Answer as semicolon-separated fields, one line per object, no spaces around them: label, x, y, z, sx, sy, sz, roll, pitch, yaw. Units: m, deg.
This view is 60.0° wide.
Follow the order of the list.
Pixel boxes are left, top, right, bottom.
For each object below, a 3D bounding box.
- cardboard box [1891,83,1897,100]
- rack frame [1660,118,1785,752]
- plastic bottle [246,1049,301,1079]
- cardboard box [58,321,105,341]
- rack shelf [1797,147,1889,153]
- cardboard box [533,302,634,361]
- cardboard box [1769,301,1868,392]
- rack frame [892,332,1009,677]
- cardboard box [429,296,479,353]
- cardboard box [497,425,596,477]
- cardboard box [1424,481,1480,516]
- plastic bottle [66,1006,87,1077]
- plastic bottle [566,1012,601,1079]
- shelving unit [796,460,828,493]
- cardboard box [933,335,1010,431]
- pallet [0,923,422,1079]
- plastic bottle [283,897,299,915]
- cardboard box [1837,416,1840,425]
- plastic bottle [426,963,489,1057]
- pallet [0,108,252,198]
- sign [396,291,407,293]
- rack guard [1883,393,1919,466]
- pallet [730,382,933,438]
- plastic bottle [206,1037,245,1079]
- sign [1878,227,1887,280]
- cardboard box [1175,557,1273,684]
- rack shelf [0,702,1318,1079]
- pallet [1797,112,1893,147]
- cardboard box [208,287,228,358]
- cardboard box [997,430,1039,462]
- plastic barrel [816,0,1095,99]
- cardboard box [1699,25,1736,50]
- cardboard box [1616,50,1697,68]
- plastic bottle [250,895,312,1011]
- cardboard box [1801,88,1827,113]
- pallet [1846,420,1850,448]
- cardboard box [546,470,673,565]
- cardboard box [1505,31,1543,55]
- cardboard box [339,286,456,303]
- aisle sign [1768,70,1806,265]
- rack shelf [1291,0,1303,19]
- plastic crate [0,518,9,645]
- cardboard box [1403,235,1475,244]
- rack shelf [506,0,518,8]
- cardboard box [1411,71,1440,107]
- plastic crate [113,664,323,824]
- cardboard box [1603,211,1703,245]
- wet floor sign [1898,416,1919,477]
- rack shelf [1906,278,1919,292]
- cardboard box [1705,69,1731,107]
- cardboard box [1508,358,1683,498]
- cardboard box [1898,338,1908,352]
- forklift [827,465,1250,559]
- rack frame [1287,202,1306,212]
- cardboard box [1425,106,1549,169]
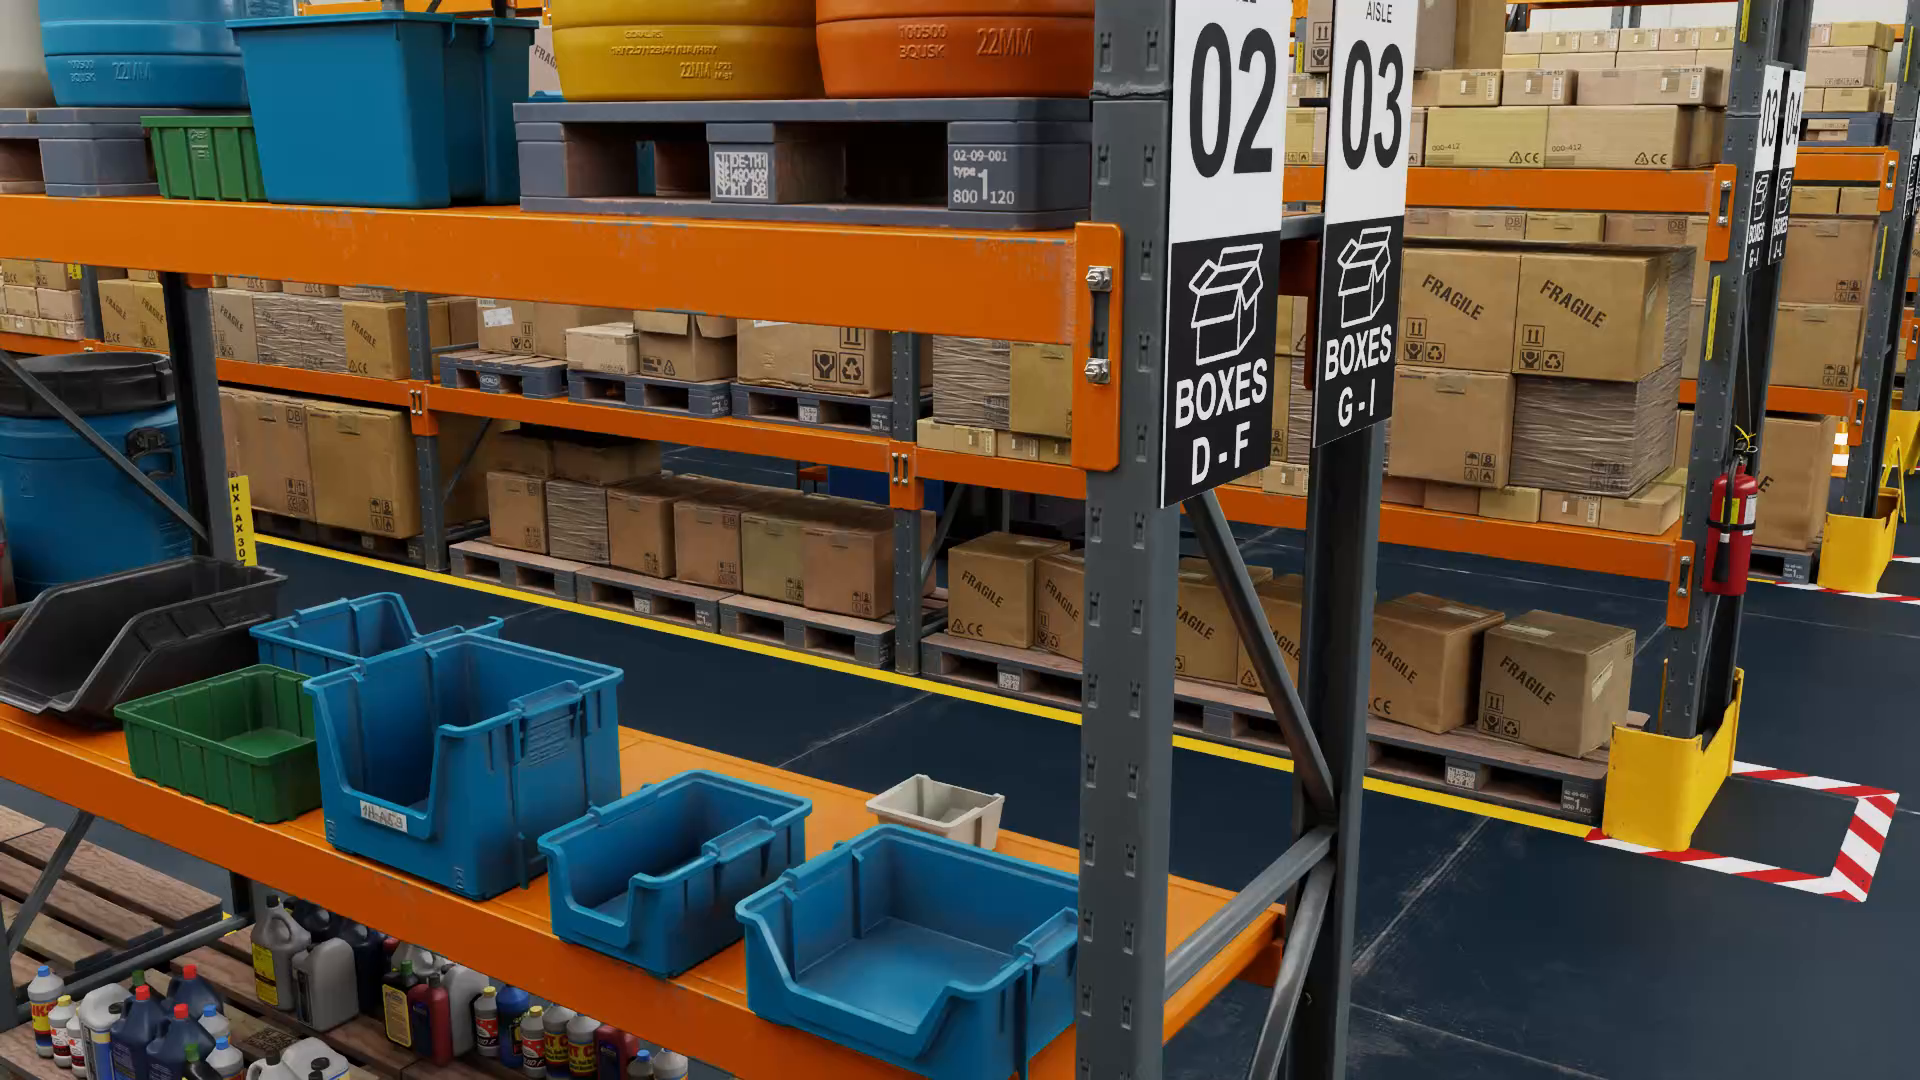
cardboard box;8.370;-3.947;14.647;0.250;0.149;0.380;9;17;33
rack frame;3.284;-0.264;7.146;0.127;3.000;1.000;9;17;33
plastic bottle;-1.851;1.533;4.485;0.185;0.351;0.144;9;17;32
cardboard box;-7.109;-1.727;13.578;0.250;0.149;0.380;9;17;33
rack shelf;7.156;-3.615;15.937;4.000;0.370;1.077;9;17;33
cardboard box;-2.364;-1.470;10.935;0.500;0.500;0.700;12;19;41
cardboard box;5.803;-1.353;11.233;0.550;0.550;0.875;9;17;33
rack frame;-0.035;-0.800;9.313;0.127;3.000;1.000;9;17;33
cardboard box;-3.605;-1.504;11.950;0.500;0.500;0.500;10;17;34
cardboard box;-2.781;-0.617;11.298;0.500;0.250;0.500;10;17;35
cardboard box;2.291;-0.232;7.542;0.250;0.149;0.380;9;17;33
plastic bottle;-2.611;1.490;4.971;0.097;0.201;0.097;0;14;0
plastic bottle;-1.095;1.483;4.850;0.097;0.271;0.097;0;14;0
shelving unit;-0.985;-0.728;12.765;0.503;1.200;0.258;8;16;30
cardboard box;0.304;-0.920;8.972;0.500;0.500;0.875;9;17;33
pallet;-2.265;1.639;5.261;1.213;0.211;1.003;9;17;33
plastic bottle;-2.216;1.291;5.602;0.133;0.283;0.061;10;17;36
cardboard box;7.974;-1.167;15.642;0.500;0.250;0.500;9;17;33
plastic bottle;-1.544;1.417;5.111;0.135;0.276;0.152;10;17;34
pallet;-2.146;-1.100;4.674;1.003;0.211;1.213;9;17;33
sign;-3.661;-1.787;10.892;0.005;0.325;0.100;9;17;33
rack guard;8.752;-1.036;15.469;0.348;0.500;1.175;9;17;33
pallet;-0.588;-0.838;9.867;1.213;0.211;1.003;9;17;33
plastic bottle;-2.061;1.527;4.675;0.097;0.271;0.097;0;14;0
sign;5.822;-1.810;10.489;0.005;0.325;0.100;9;17;33
cardboard box;1.313;0.414;8.737;0.500;0.500;0.500;8;16;28
rack shelf;-1.139;0.805;4.326;4.000;0.370;1.077;9;17;33
pallet;5.515;-2.749;11.130;1.213;0.211;1.003;9;17;33
cardboard box;-5.598;-1.676;12.641;0.500;0.500;0.500;9;16;32
cardboard box;0.399;-0.525;8.725;0.250;0.149;0.380;9;17;33
plastic barrel;0.046;-1.184;2.855;0.708;0.830;0.600;9;17;33
cardboard box;5.033;-3.293;10.921;0.250;0.149;0.380;10;17;34
cardboard box;4.744;-3.164;11.230;0.500;0.250;0.500;9;17;32
plastic bottle;-2.184;1.317;5.356;0.185;0.351;0.144;9;17;33
cardboard box;5.463;-2.837;10.738;0.250;0.149;0.380;9;17;33
pallet;8.098;-1.012;15.973;1.213;0.211;1.003;9;17;33
cardboard box;-2.319;-0.179;11.090;0.500;0.500;0.700;8;16;28
cardboard box;3.986;-3.462;11.605;0.250;0.149;0.380;9;17;33
cardboard box;-3.952;-1.973;11.756;0.637;0.503;0.797;10;17;35
aisle sign;3.503;-1.577;7.042;0.004;0.787;0.394;9;17;33
rack shelf;1.158;-4.412;13.750;4.000;0.370;1.077;9;17;33
plastic crate;-3.372;0.152;5.332;0.583;0.464;0.402;9;17;33
cardboard box;2.153;-1.205;8.042;0.500;0.500;0.500;9;17;33
rack shelf;-1.694;-3.437;9.810;4.000;0.370;1.077;9;17;33
cardboard box;2.084;-1.976;7.301;0.250;0.149;0.380;9;17;33
plastic crate;-1.830;0.529;4.386;0.662;0.188;0.450;9;17;33
cardboard box;4.953;-2.051;11.807;0.550;0.550;0.875;9;17;33
wet floor sign;8.376;-0.858;14.446;0.267;0.644;0.232;-10;17;-35
rack shelf;9.923;-3.149;20.298;4.000;0.370;1.077;9;17;33
cardboard box;3.185;-1.923;7.091;0.250;0.149;0.380;9;17;32
cardboard box;2.843;-0.536;7.418;0.500;0.500;0.875;9;17;33
cardboard box;11.004;-2.345;19.360;0.500;0.250;0.500;9;16;32
forklift;0.533;-1.344;11.655;3.031;2.935;1.130;8;16;30
rack frame;2.817;-1.775;13.253;0.127;3.000;1.000;9;17;33
cardboard box;2.327;-1.727;7.128;0.500;0.250;0.500;9;17;33
